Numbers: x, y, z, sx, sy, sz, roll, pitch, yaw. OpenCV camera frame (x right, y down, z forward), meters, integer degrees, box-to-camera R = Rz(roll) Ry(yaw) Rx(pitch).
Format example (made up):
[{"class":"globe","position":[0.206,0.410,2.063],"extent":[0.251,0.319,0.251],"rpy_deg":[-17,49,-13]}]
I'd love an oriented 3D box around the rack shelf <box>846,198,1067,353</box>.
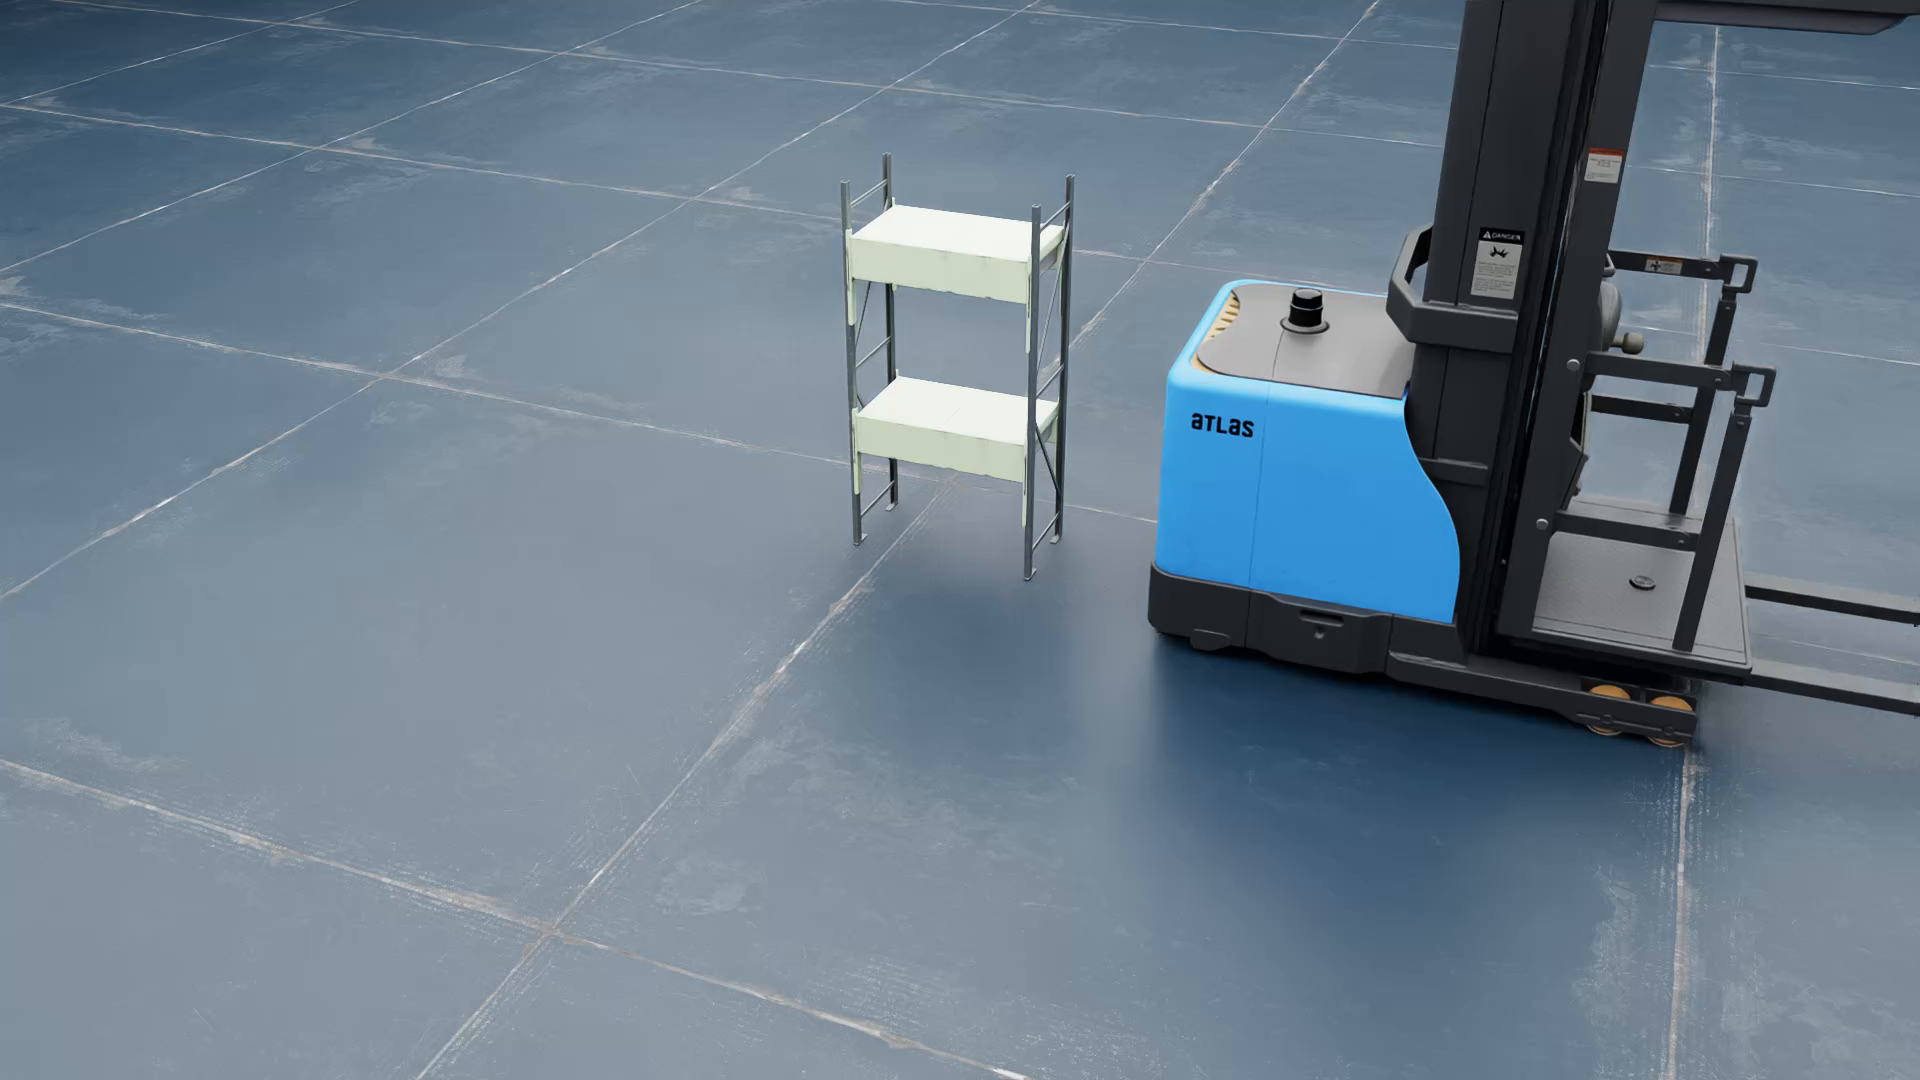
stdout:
[{"class":"rack shelf","position":[-0.006,-0.994,6.191],"extent":[0.720,0.370,0.431],"rpy_deg":[11,31,19]}]

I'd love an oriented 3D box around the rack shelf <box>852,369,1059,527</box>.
[{"class":"rack shelf","position":[-0.006,-0.370,6.544],"extent":[0.720,0.370,0.431],"rpy_deg":[11,31,19]}]

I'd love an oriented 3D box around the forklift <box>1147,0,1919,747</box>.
[{"class":"forklift","position":[2.260,-0.883,5.333],"extent":[3.031,2.935,1.130],"rpy_deg":[10,31,17]}]

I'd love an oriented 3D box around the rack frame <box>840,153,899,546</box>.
[{"class":"rack frame","position":[-0.345,-0.722,6.503],"extent":[0.023,1.500,0.400],"rpy_deg":[11,31,19]}]

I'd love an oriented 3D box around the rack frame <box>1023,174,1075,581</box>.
[{"class":"rack frame","position":[0.333,-0.586,6.263],"extent":[0.023,1.500,0.400],"rpy_deg":[11,31,19]}]

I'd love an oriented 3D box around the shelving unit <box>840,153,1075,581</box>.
[{"class":"shelving unit","position":[-0.006,-0.654,6.383],"extent":[0.755,1.500,0.431],"rpy_deg":[11,31,19]}]
